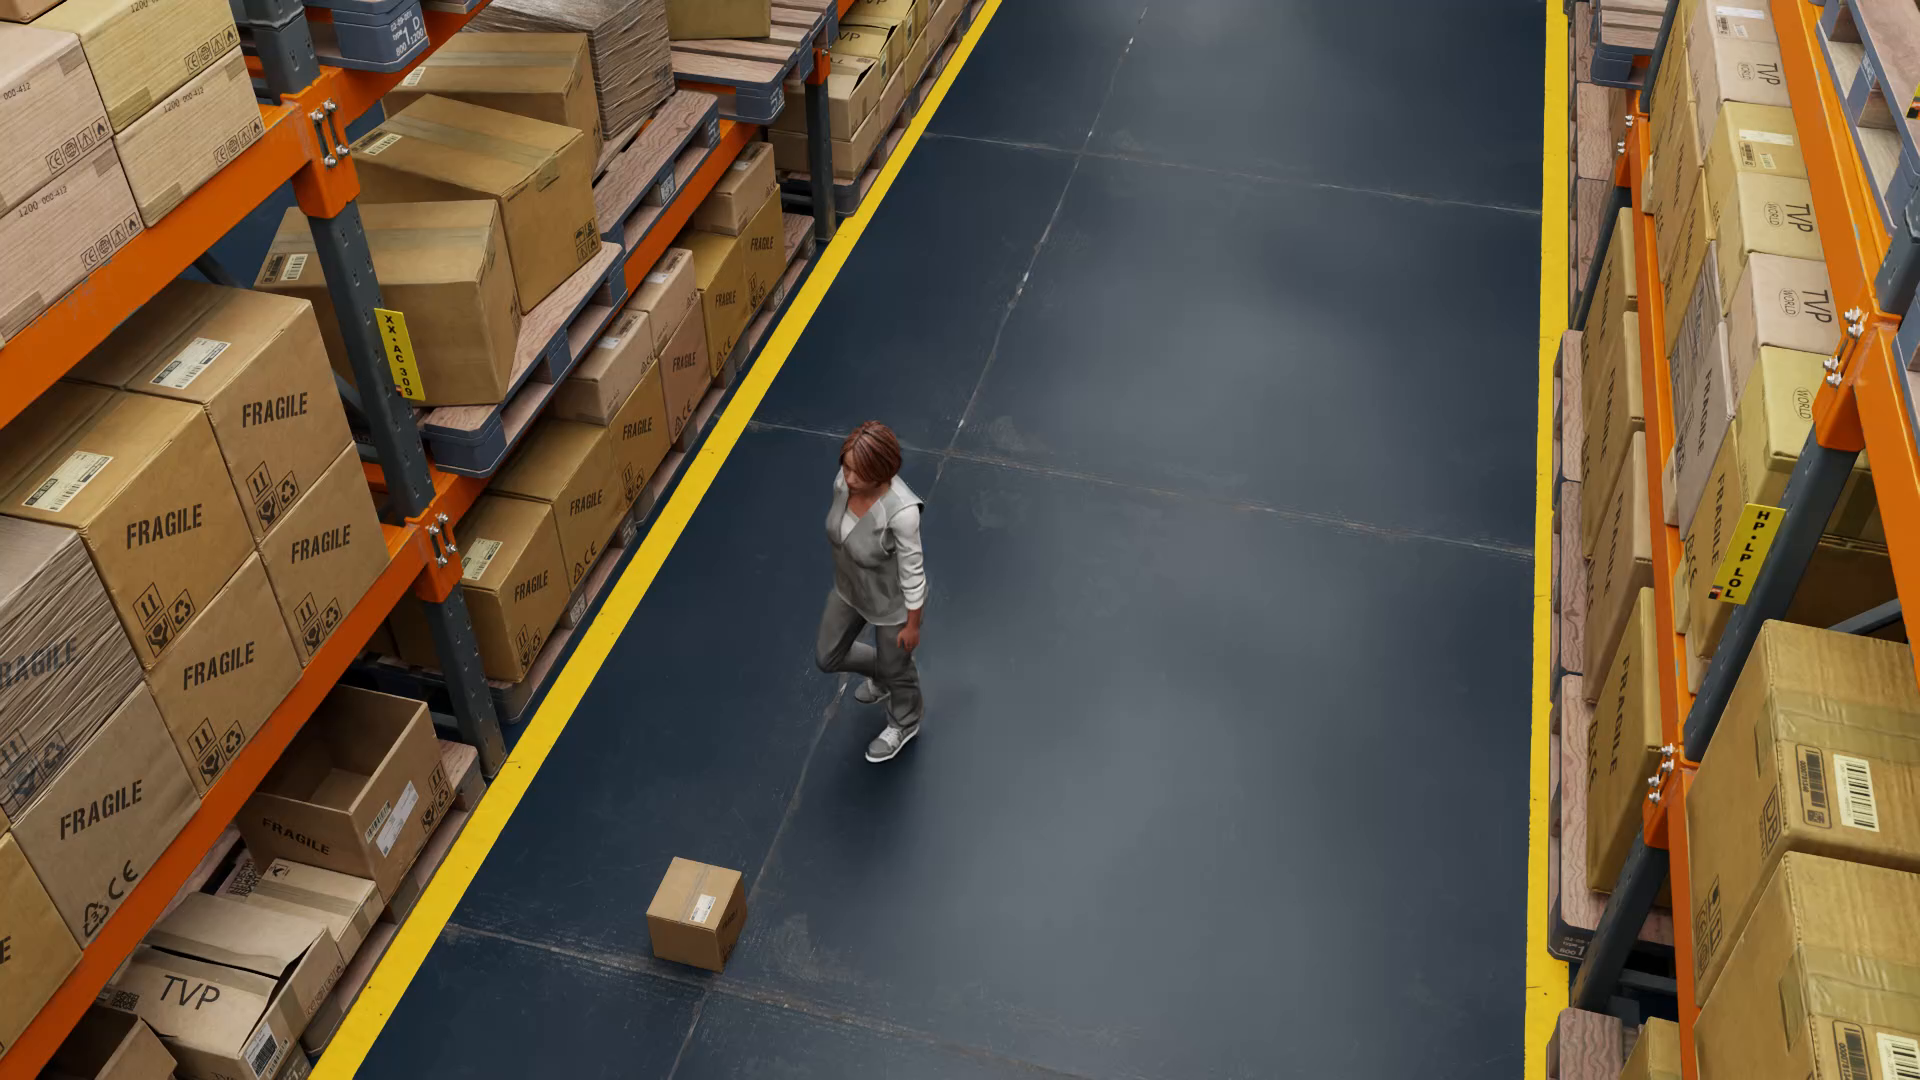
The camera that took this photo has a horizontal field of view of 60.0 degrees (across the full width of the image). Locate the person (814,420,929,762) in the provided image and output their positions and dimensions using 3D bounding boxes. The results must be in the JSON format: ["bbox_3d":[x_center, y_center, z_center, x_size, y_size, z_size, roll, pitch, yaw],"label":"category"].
[{"bbox_3d":[-0.281,0.196,5.927,0.428,1.596,0.463,-34,51,-32],"label":"person"}]
